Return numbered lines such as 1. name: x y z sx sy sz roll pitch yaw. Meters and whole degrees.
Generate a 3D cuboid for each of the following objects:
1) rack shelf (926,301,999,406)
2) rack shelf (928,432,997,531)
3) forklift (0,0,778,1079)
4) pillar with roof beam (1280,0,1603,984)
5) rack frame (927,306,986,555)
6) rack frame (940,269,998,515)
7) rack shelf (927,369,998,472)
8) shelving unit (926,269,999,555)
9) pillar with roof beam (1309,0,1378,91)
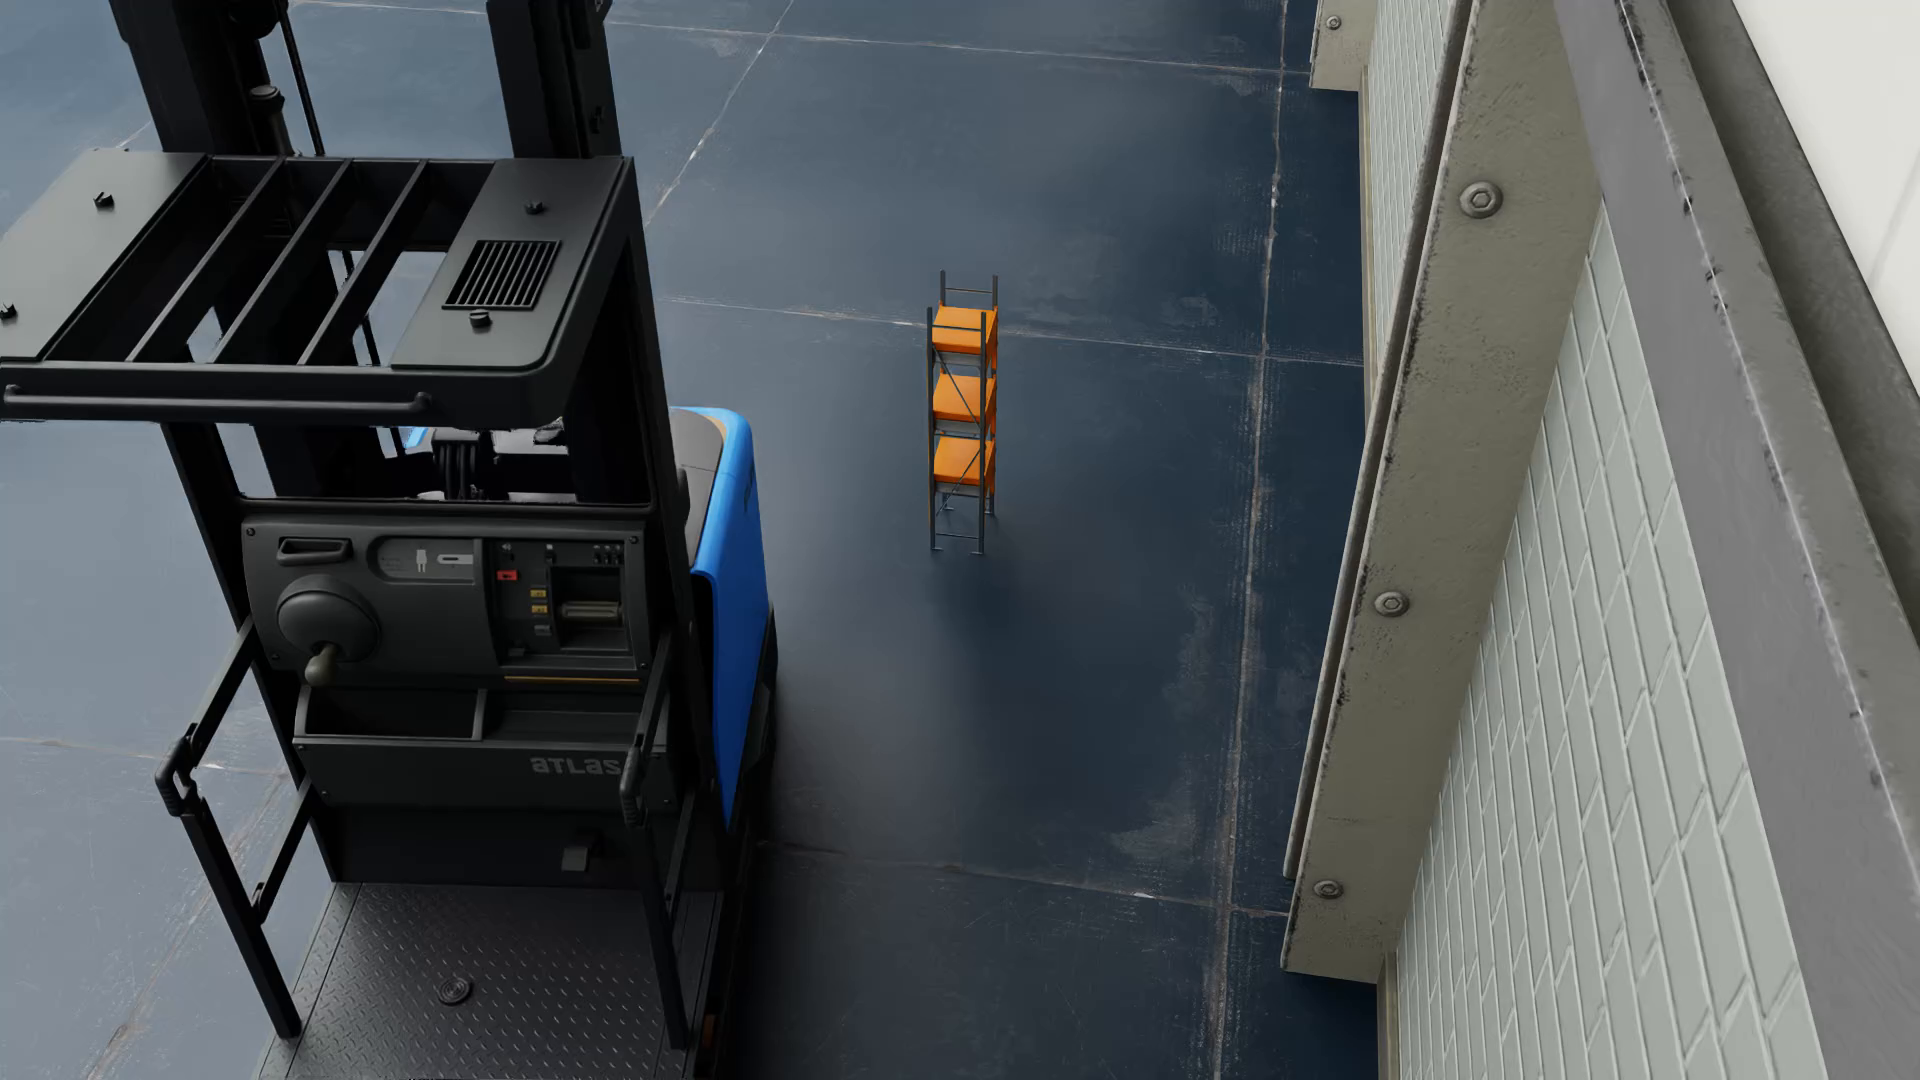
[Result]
1. rack shelf: 0.009 -0.649 5.782 0.215 0.259 0.240 6 40 8
2. rack shelf: 0.009 -0.216 6.140 0.215 0.259 0.240 6 40 8
3. forklift: -1.188 0.222 3.681 1.130 2.935 3.031 1 40 1
4. pillar with roof beam: -3.136 -2.820 2.598 9.100 9.000 0.400 6 40 8
5. rack frame: -0.012 -0.362 5.863 0.200 1.050 0.008 6 40 8
6. rack frame: 0.030 -0.515 6.049 0.200 1.050 0.008 6 40 8
7. rack shelf: 0.009 -0.430 5.963 0.215 0.259 0.240 6 40 8
8. shelving unit: 0.009 -0.438 5.956 0.215 1.050 0.252 6 40 8
9. pillar with roof beam: -2.097 -6.585 7.153 9.100 9.000 0.400 6 40 8
